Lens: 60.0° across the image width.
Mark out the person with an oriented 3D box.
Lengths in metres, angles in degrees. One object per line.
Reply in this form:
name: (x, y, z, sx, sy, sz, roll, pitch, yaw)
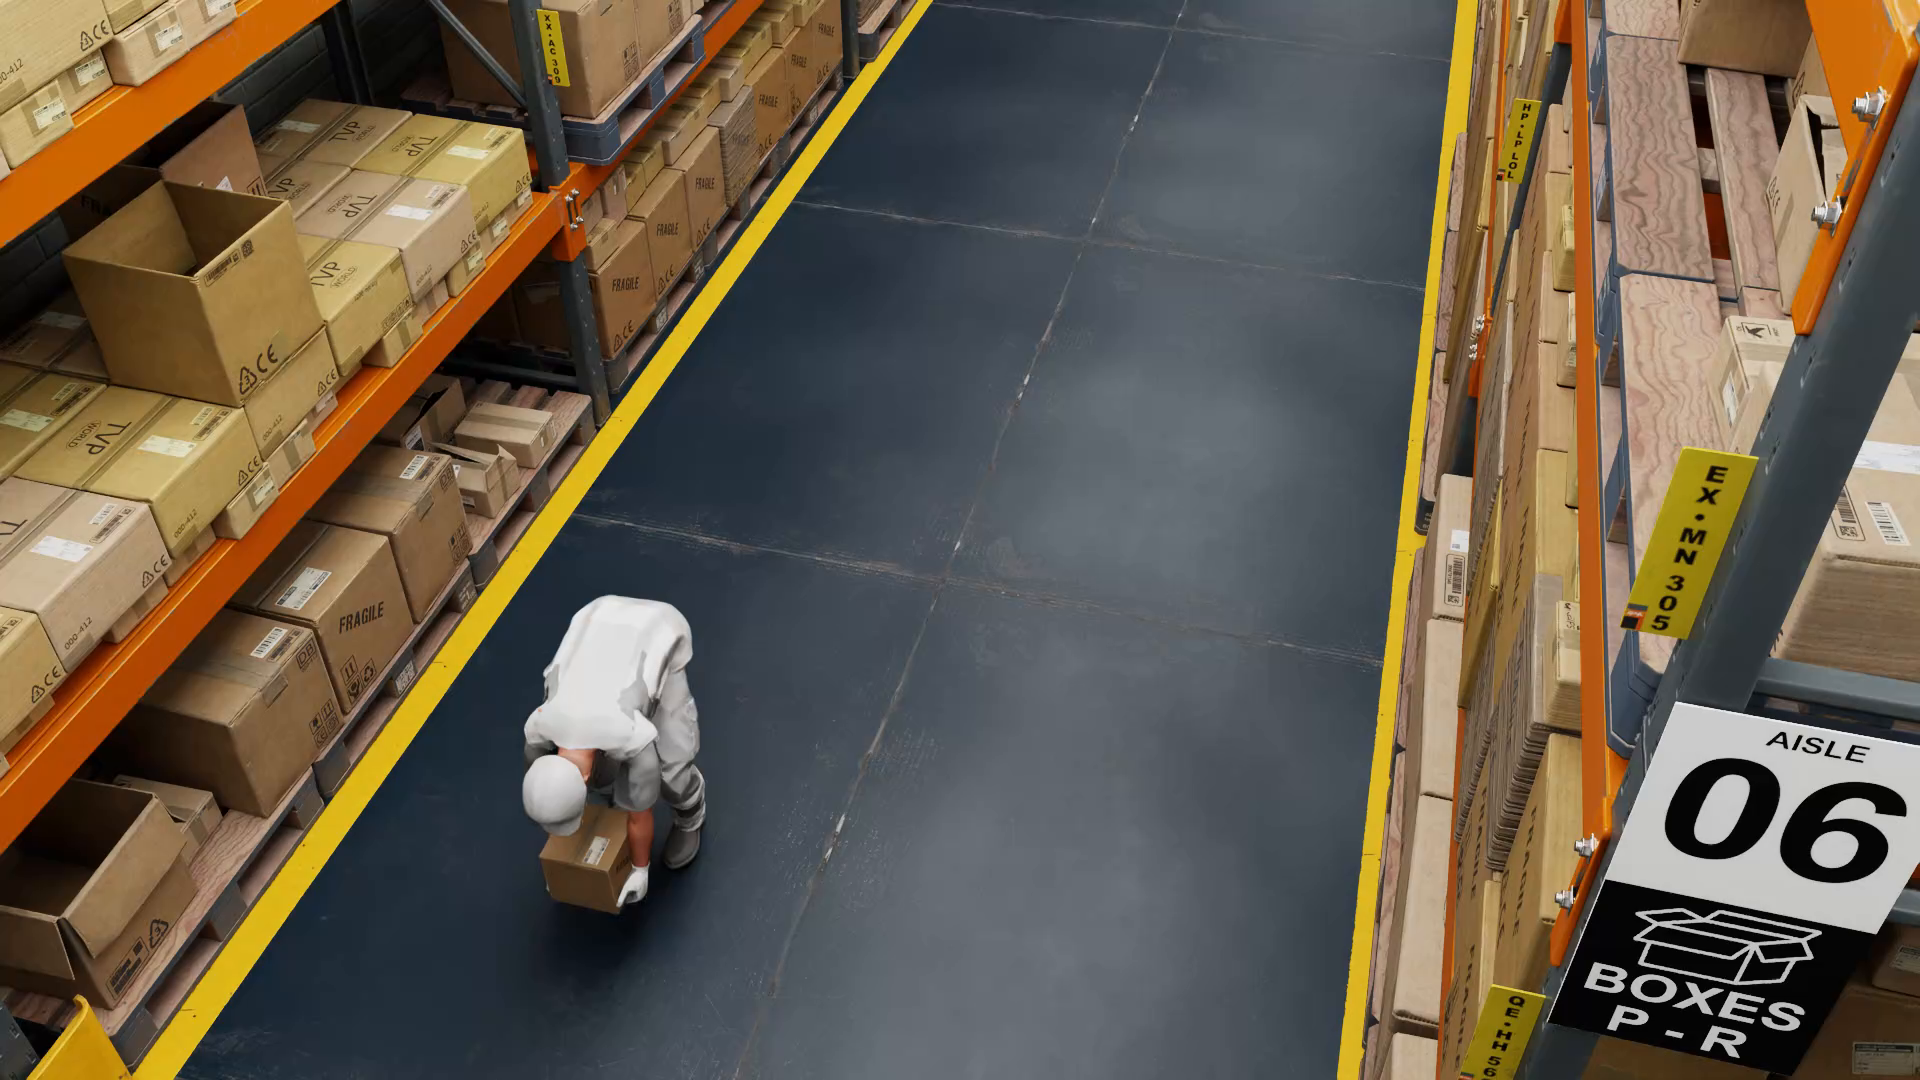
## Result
person: (-1.193, 0.819, 5.722, 0.511, 1.083, 0.965, 8, 41, 10)
